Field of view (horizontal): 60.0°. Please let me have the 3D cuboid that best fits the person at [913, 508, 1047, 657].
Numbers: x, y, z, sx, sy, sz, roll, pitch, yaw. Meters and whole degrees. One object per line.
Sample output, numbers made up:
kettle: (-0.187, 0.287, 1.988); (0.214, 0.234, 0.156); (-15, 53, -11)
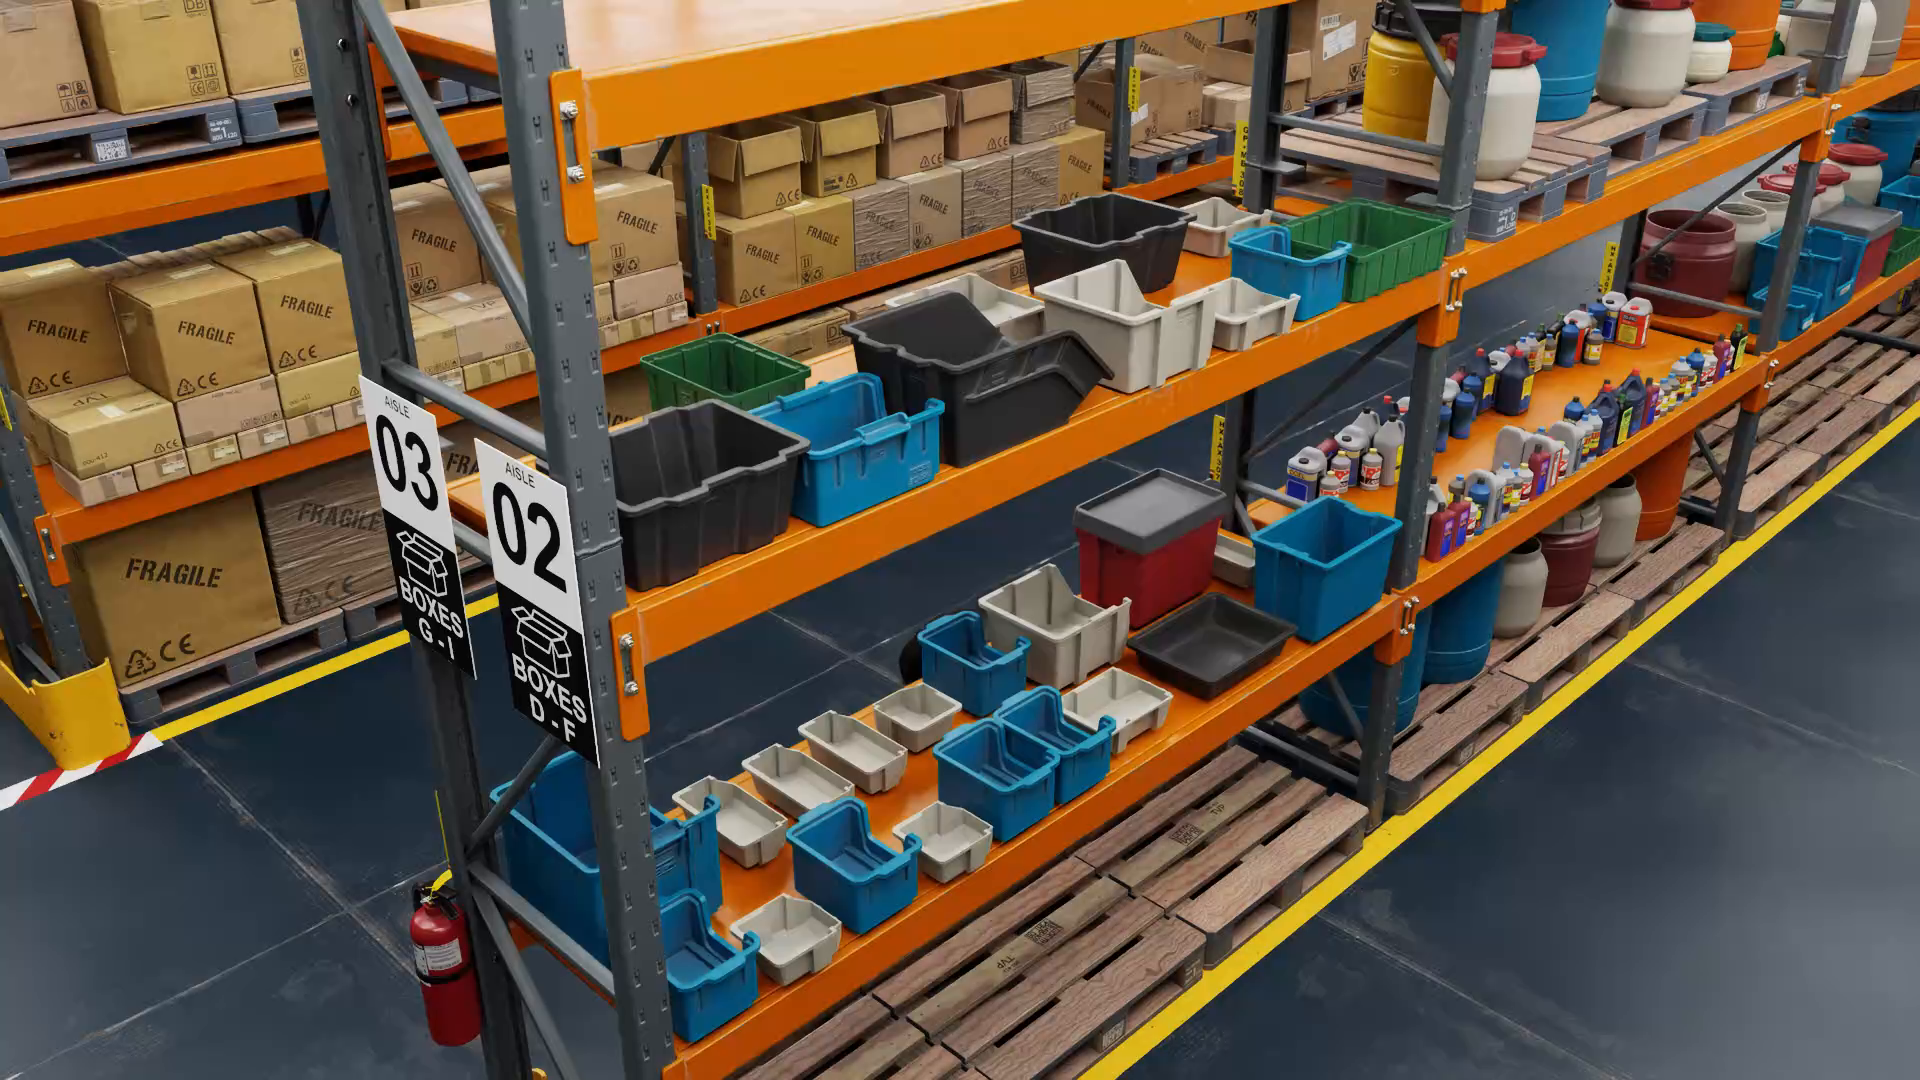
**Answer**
person: (0.113, 0.505, 7.818); (0.675, 1.600, 0.470); (24, 36, 38)
